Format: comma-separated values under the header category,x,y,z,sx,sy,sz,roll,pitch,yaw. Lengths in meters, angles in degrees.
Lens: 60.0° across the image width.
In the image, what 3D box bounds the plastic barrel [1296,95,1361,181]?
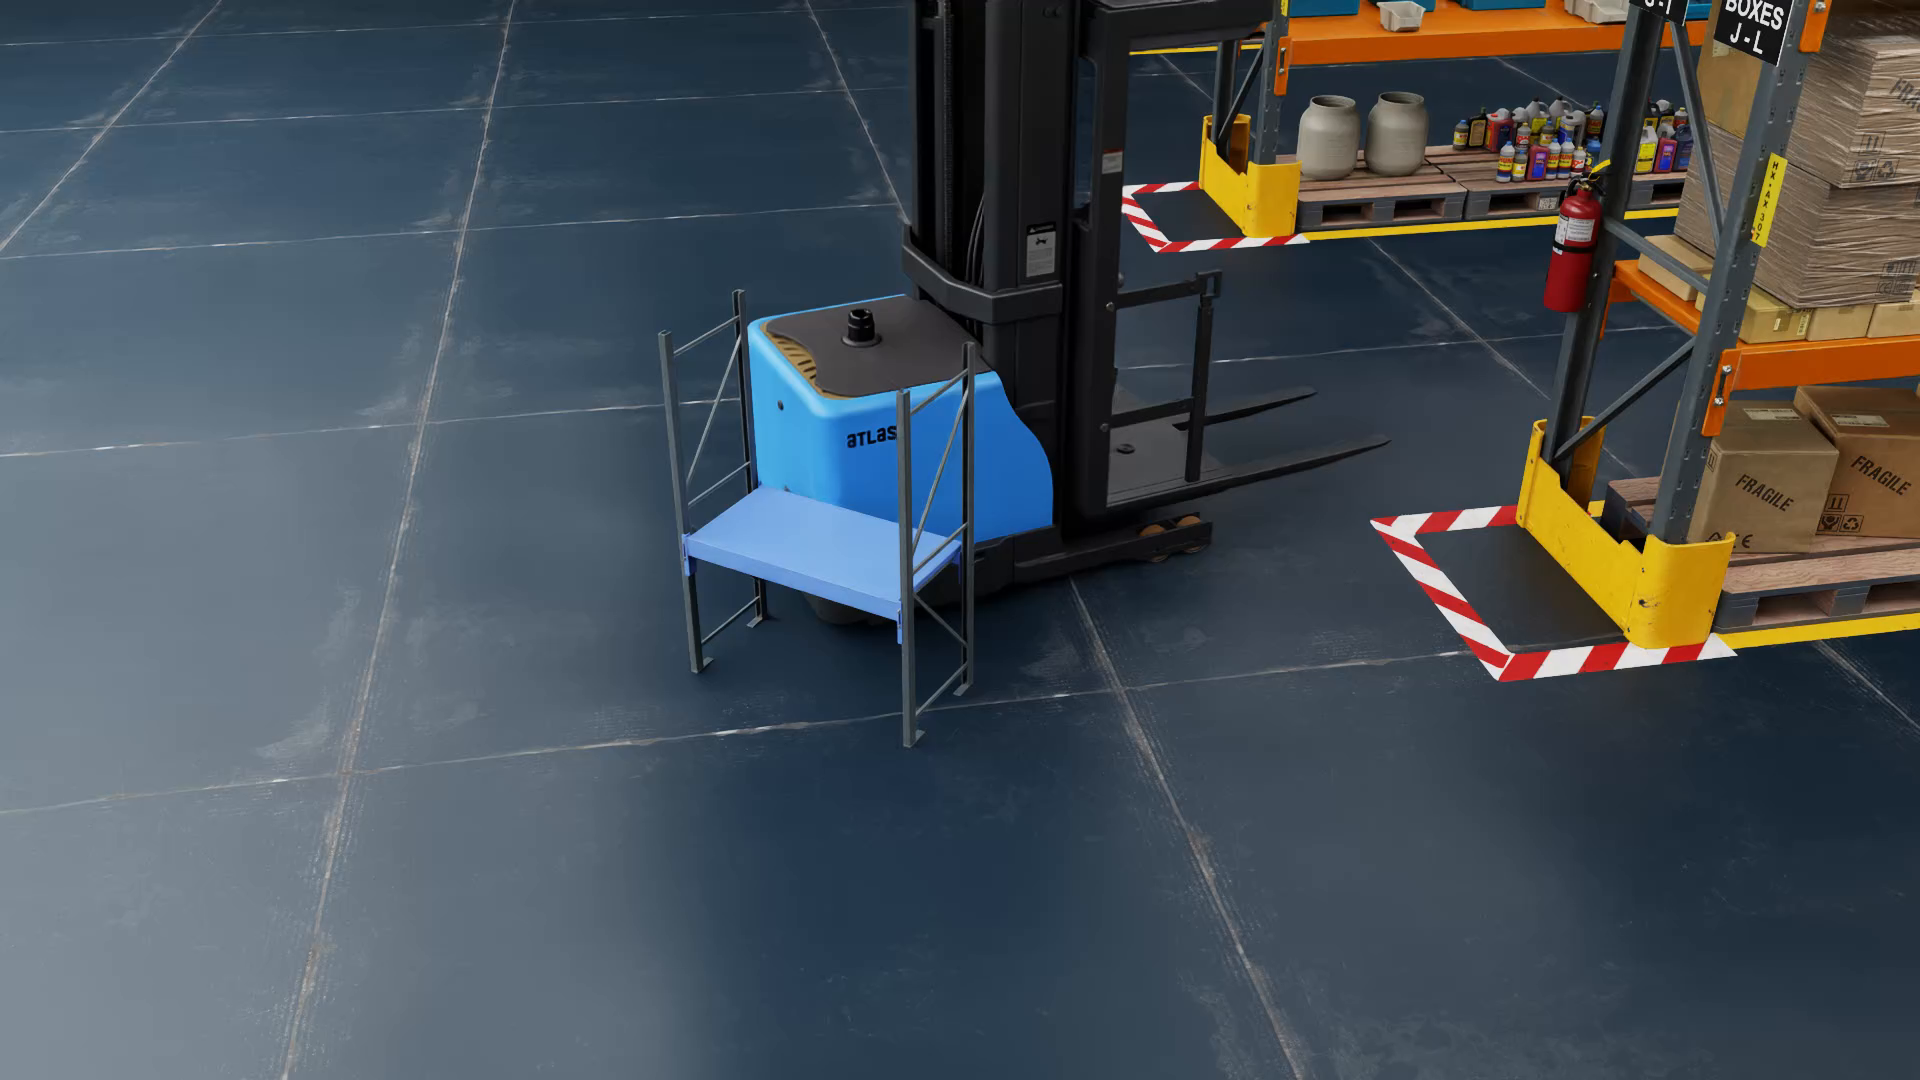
category,x,y,z,sx,sy,sz,roll,pitch,yaw
plastic barrel,2.574,-2.806,11.603,0.421,0.512,0.421,0,30,0

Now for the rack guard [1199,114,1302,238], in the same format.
category,x,y,z,sx,sy,sz,roll,pitch,yaw
rack guard,2.006,-2.552,11.597,0.348,0.500,1.175,-5,31,-9

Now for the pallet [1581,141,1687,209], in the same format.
category,x,y,z,sx,sy,sz,roll,pitch,yaw
pallet,5.206,-2.722,12.171,1.213,0.211,1.003,-5,31,-9

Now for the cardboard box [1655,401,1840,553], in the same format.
category,x,y,z,sx,sy,sz,roll,pitch,yaw
cardboard box,3.449,-0.282,7.322,0.500,0.500,0.500,0,30,0

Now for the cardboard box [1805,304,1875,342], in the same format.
category,x,y,z,sx,sy,sz,roll,pitch,yaw
cardboard box,3.405,-0.942,6.640,0.250,0.149,0.380,-5,31,-9

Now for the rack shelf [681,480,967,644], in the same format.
category,x,y,z,sx,sy,sz,roll,pitch,yaw
rack shelf,-0.524,0.069,6.507,1.000,0.185,0.538,16,34,25

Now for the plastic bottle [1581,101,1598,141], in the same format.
category,x,y,z,sx,sy,sz,roll,pitch,yaw
plastic bottle,4.650,-3.105,12.317,0.133,0.283,0.061,-4,31,-7

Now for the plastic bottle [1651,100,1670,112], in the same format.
category,x,y,z,sx,sy,sz,roll,pitch,yaw
plastic bottle,5.169,-3.126,12.361,0.135,0.276,0.152,-4,31,-7

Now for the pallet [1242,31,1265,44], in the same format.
category,x,y,z,sx,sy,sz,roll,pitch,yaw
pallet,2.994,-5.068,16.160,1.213,0.211,1.003,-5,31,-9

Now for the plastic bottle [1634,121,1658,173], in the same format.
category,x,y,z,sx,sy,sz,roll,pitch,yaw
plastic bottle,4.787,-2.763,11.668,0.185,0.351,0.144,-5,31,-9

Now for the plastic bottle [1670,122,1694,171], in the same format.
category,x,y,z,sx,sy,sz,roll,pitch,yaw
plastic bottle,5.104,-2.792,11.719,0.185,0.351,0.144,-7,31,-11

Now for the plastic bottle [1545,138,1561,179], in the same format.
category,x,y,z,sx,sy,sz,roll,pitch,yaw
plastic bottle,4.117,-2.654,11.562,0.097,0.271,0.097,0,30,0

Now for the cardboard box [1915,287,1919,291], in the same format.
category,x,y,z,sx,sy,sz,roll,pitch,yaw
cardboard box,3.896,-0.990,6.723,0.250,0.149,0.380,-5,31,-9

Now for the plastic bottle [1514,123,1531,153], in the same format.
category,x,y,z,sx,sy,sz,roll,pitch,yaw
plastic bottle,4.098,-2.930,12.101,0.097,0.201,0.097,0,30,0

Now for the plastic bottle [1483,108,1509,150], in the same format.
category,x,y,z,sx,sy,sz,roll,pitch,yaw
plastic bottle,3.920,-3.010,12.163,0.135,0.276,0.152,-5,31,-9

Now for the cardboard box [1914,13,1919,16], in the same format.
category,x,y,z,sx,sy,sz,roll,pitch,yaw
cardboard box,3.915,-1.689,6.284,0.500,0.500,0.500,-5,31,-9

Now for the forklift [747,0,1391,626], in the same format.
category,x,y,z,sx,sy,sz,roll,pitch,yaw
forklift,0.599,-1.392,7.225,3.031,2.935,1.130,-13,33,-21

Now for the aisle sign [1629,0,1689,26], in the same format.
category,x,y,z,sx,sy,sz,roll,pitch,yaw
aisle sign,2.717,-2.394,6.298,0.004,0.787,0.394,-5,31,-9

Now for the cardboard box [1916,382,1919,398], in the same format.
category,x,y,z,sx,sy,sz,roll,pitch,yaw
cardboard box,4.650,-0.401,7.525,0.500,0.500,0.500,-3,31,-4

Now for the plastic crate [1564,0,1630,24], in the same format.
category,x,y,z,sx,sy,sz,roll,pitch,yaw
plastic crate,4.323,-3.576,11.133,0.437,0.136,0.530,-5,31,-9

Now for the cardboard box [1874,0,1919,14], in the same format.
category,x,y,z,sx,sy,sz,roll,pitch,yaw
cardboard box,3.819,-1.954,6.735,0.500,0.500,0.500,-5,31,-9

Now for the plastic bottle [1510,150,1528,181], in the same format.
category,x,y,z,sx,sy,sz,roll,pitch,yaw
plastic bottle,3.881,-2.602,11.543,0.097,0.201,0.097,0,30,0

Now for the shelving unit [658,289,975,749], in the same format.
category,x,y,z,sx,sy,sz,roll,pitch,yaw
shelving unit,-0.524,-0.086,6.416,1.048,1.500,0.538,16,34,25

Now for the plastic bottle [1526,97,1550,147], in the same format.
category,x,y,z,sx,sy,sz,roll,pitch,yaw
plastic bottle,4.219,-3.072,12.195,0.185,0.351,0.144,-4,31,-7

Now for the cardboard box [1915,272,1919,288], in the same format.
category,x,y,z,sx,sy,sz,roll,pitch,yaw
cardboard box,3.848,-1.443,6.853,0.500,0.500,0.875,-5,31,-9

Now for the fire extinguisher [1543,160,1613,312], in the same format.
category,x,y,z,sx,sy,sz,roll,pitch,yaw
fire extinguisher,2.637,-1.316,7.105,0.183,0.674,0.296,-5,31,-9

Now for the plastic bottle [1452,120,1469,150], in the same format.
category,x,y,z,sx,sy,sz,roll,pitch,yaw
plastic bottle,3.668,-2.969,12.166,0.097,0.201,0.097,0,30,0

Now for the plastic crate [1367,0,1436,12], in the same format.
category,x,y,z,sx,sy,sz,roll,pitch,yaw
plastic crate,3.018,-3.786,11.377,0.408,0.251,0.499,-5,31,-9

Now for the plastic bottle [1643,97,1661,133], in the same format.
category,x,y,z,sx,sy,sz,roll,pitch,yaw
plastic bottle,5.032,-3.073,12.197,0.185,0.351,0.144,-5,31,-9

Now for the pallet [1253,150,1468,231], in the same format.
category,x,y,z,sx,sy,sz,roll,pitch,yaw
pallet,2.806,-2.499,11.792,1.213,0.211,1.003,-5,31,-9

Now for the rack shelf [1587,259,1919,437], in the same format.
category,x,y,z,sx,sy,sz,roll,pitch,yaw
rack shelf,4.799,-1.002,7.205,4.000,0.370,1.077,-5,31,-9

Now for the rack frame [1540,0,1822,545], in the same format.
category,x,y,z,sx,sy,sz,roll,pitch,yaw
rack frame,2.832,-1.130,6.712,0.127,3.000,1.000,-5,31,-9

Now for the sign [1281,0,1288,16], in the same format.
category,x,y,z,sx,sy,sz,roll,pitch,yaw
sign,2.035,-3.444,10.374,0.005,0.325,0.100,-5,31,-9

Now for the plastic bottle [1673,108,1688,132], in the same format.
category,x,y,z,sx,sy,sz,roll,pitch,yaw
plastic bottle,5.382,-3.128,12.437,0.097,0.201,0.097,0,30,0

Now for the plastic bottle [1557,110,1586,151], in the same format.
category,x,y,z,sx,sy,sz,roll,pitch,yaw
plastic bottle,4.453,-2.986,12.121,0.135,0.276,0.152,-5,31,-9

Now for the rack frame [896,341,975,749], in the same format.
category,x,y,z,sx,sy,sz,roll,pitch,yaw
rack frame,-0.081,0.041,6.201,0.032,1.500,0.500,16,34,25

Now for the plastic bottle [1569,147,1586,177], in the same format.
category,x,y,z,sx,sy,sz,roll,pitch,yaw
plastic bottle,4.313,-2.642,11.611,0.097,0.201,0.097,0,30,0

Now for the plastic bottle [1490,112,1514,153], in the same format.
category,x,y,z,sx,sy,sz,roll,pitch,yaw
plastic bottle,3.940,-2.961,12.071,0.133,0.283,0.061,-5,31,-9
